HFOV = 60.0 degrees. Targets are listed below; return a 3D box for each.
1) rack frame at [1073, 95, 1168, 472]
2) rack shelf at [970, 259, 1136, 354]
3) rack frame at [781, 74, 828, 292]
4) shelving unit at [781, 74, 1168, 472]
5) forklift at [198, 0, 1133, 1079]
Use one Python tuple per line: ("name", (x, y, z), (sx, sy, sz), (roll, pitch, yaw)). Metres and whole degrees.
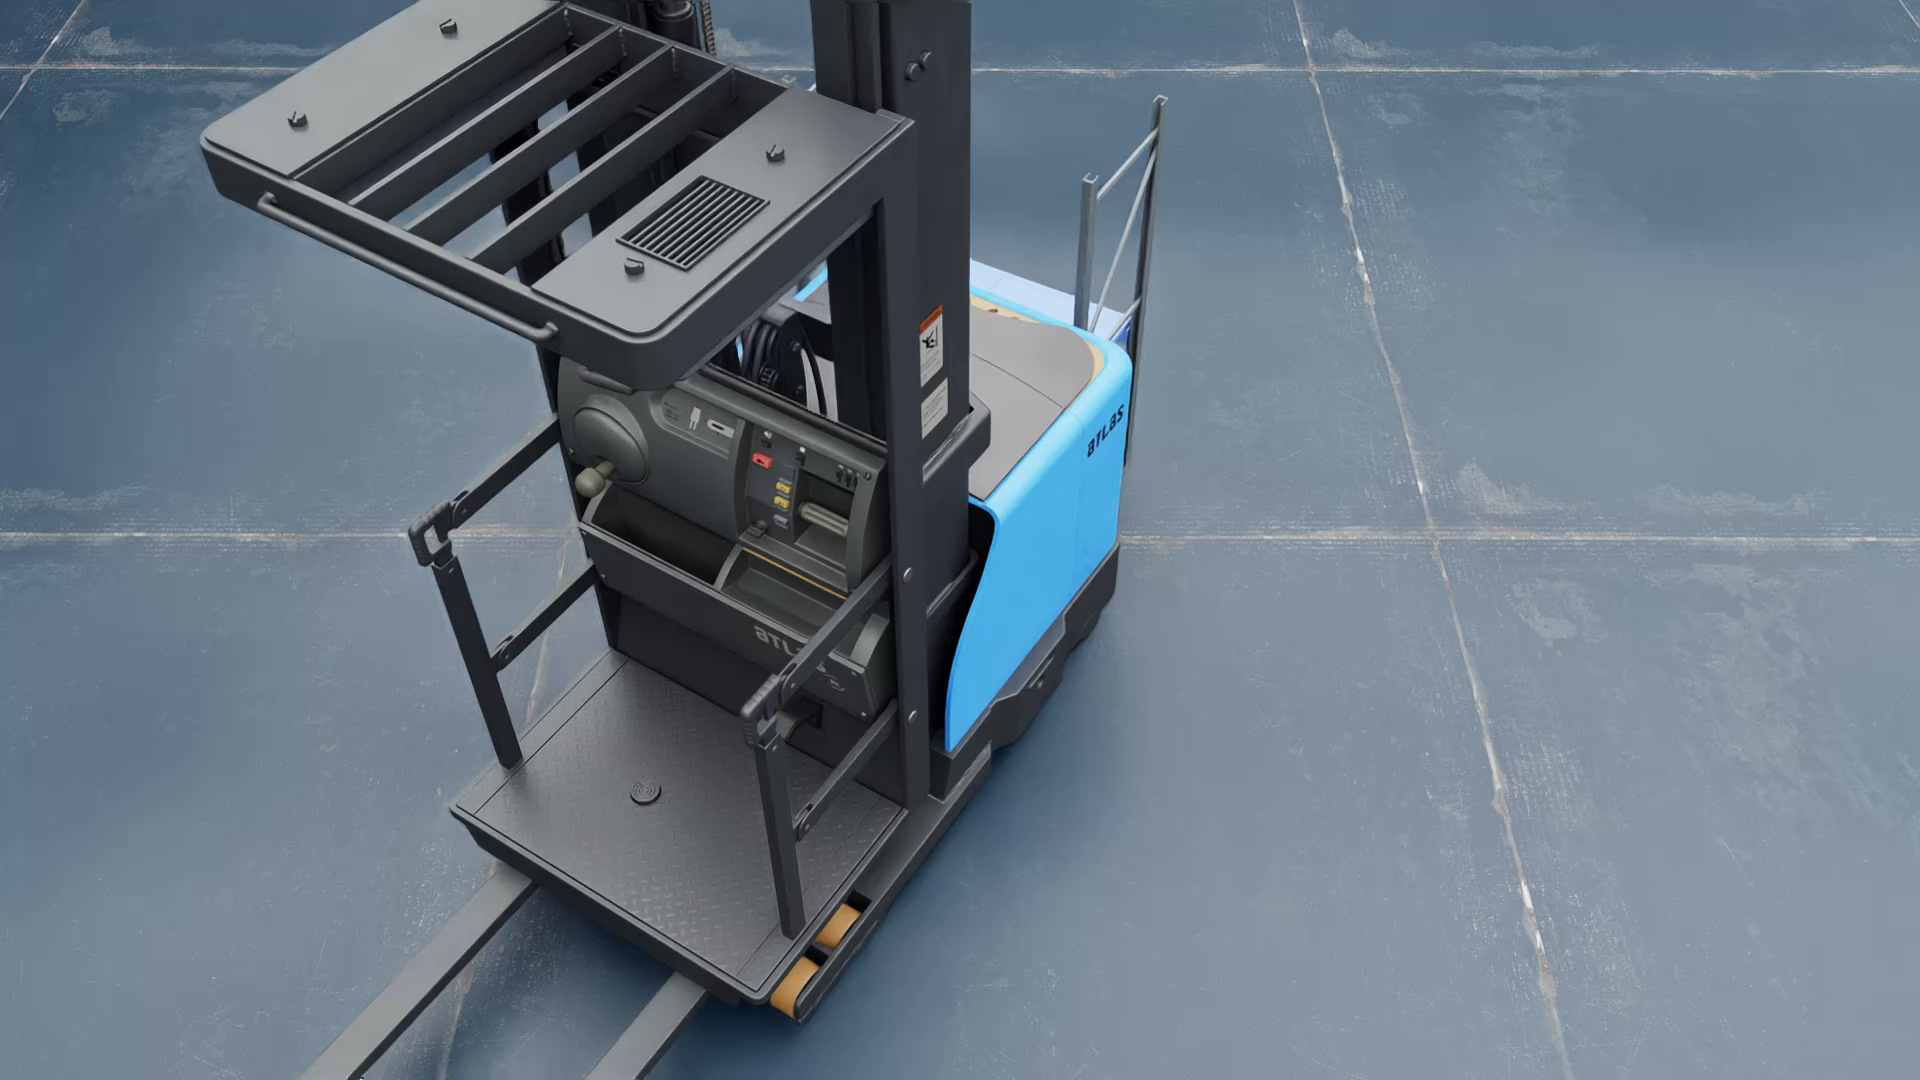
("rack frame", (0.478, -0.644, 5.324), (0.032, 1.500, 0.500), (23, 51, 20))
("rack shelf", (0.038, -0.707, 5.629), (1.000, 0.185, 0.538), (23, 51, 20))
("rack frame", (-0.402, -1.016, 5.671), (0.032, 1.500, 0.500), (23, 51, 20))
("shelving unit", (0.038, -0.830, 5.497), (1.048, 1.500, 0.538), (23, 51, 20))
("forklift", (-0.704, -0.100, 3.841), (1.130, 2.935, 3.031), (25, 52, 22))
